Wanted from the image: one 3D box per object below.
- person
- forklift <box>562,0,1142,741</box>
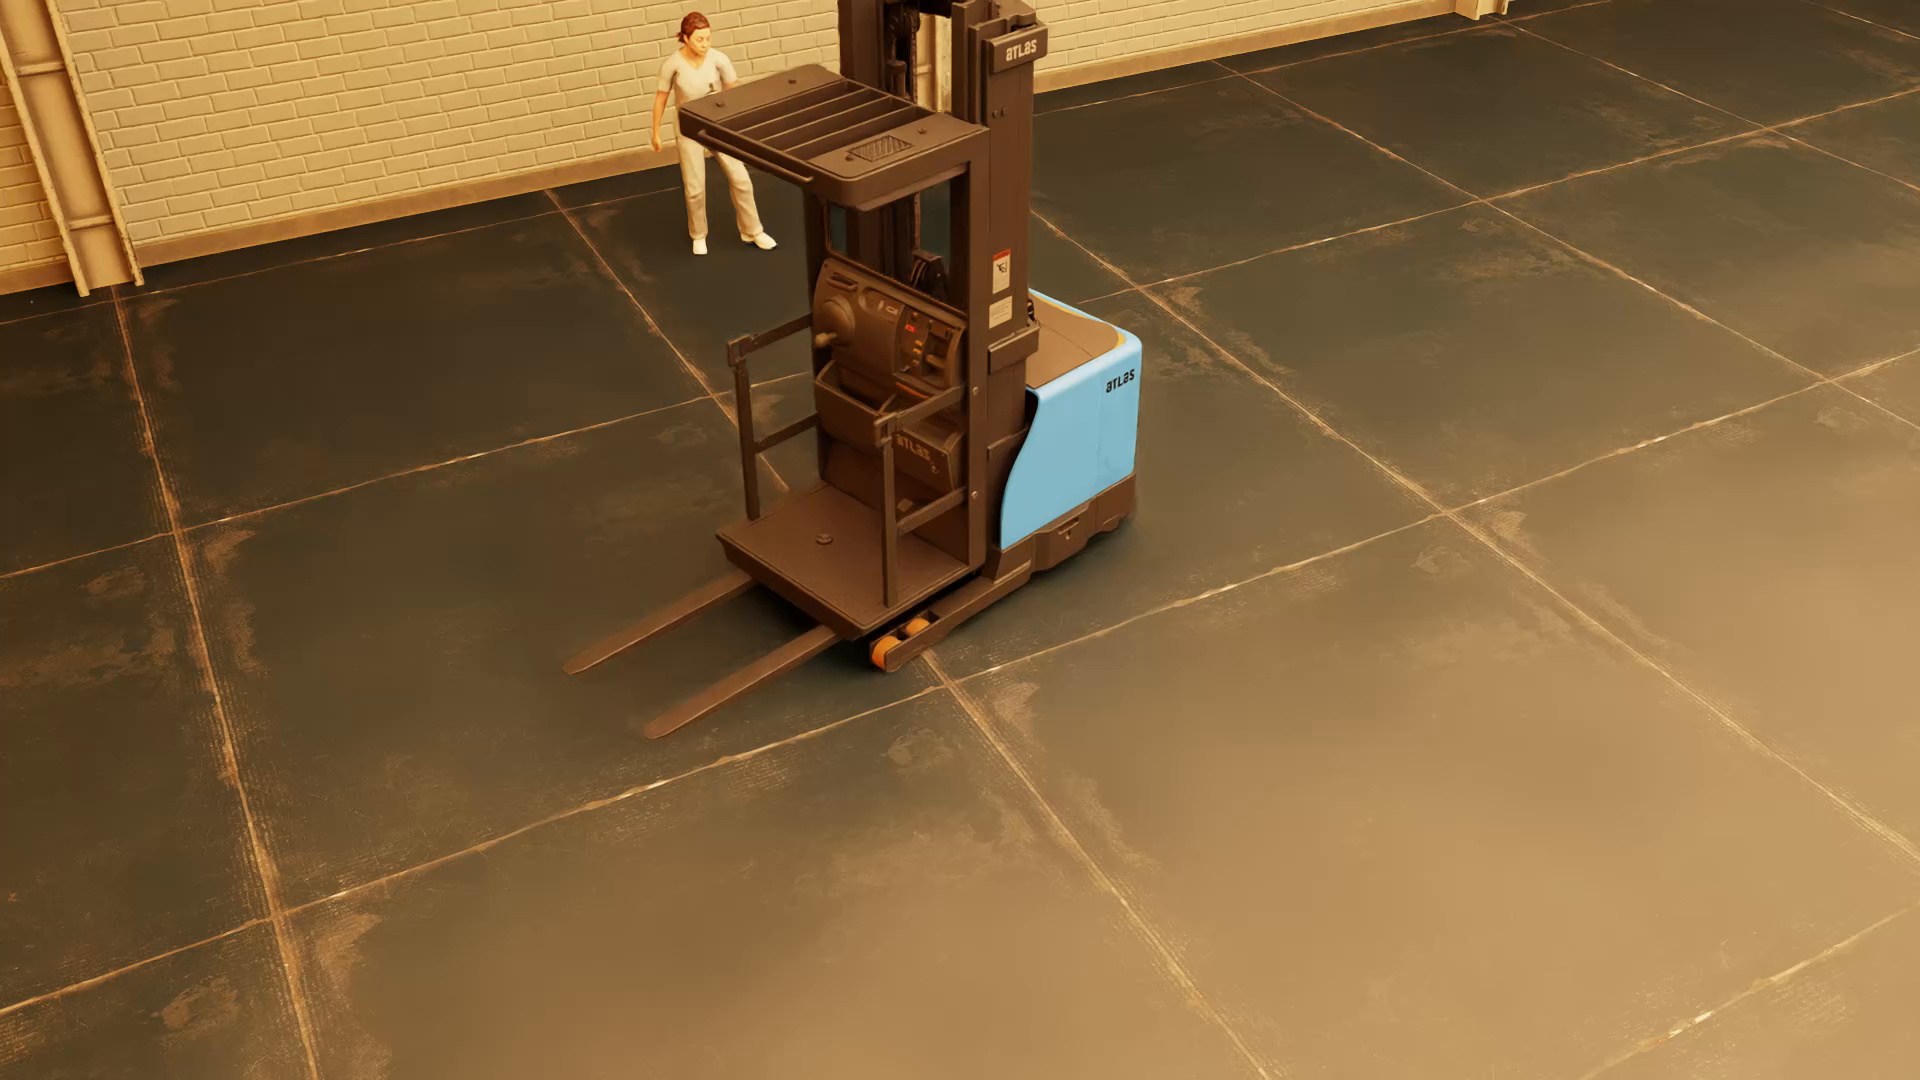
[{"bbox_3d":[-1.672,-2.710,11.073,0.749,1.647,0.365,-11,37,-16],"label":"person"},{"bbox_3d":[-0.481,-0.917,7.420,3.031,2.935,1.130,-30,45,-35],"label":"forklift"}]
